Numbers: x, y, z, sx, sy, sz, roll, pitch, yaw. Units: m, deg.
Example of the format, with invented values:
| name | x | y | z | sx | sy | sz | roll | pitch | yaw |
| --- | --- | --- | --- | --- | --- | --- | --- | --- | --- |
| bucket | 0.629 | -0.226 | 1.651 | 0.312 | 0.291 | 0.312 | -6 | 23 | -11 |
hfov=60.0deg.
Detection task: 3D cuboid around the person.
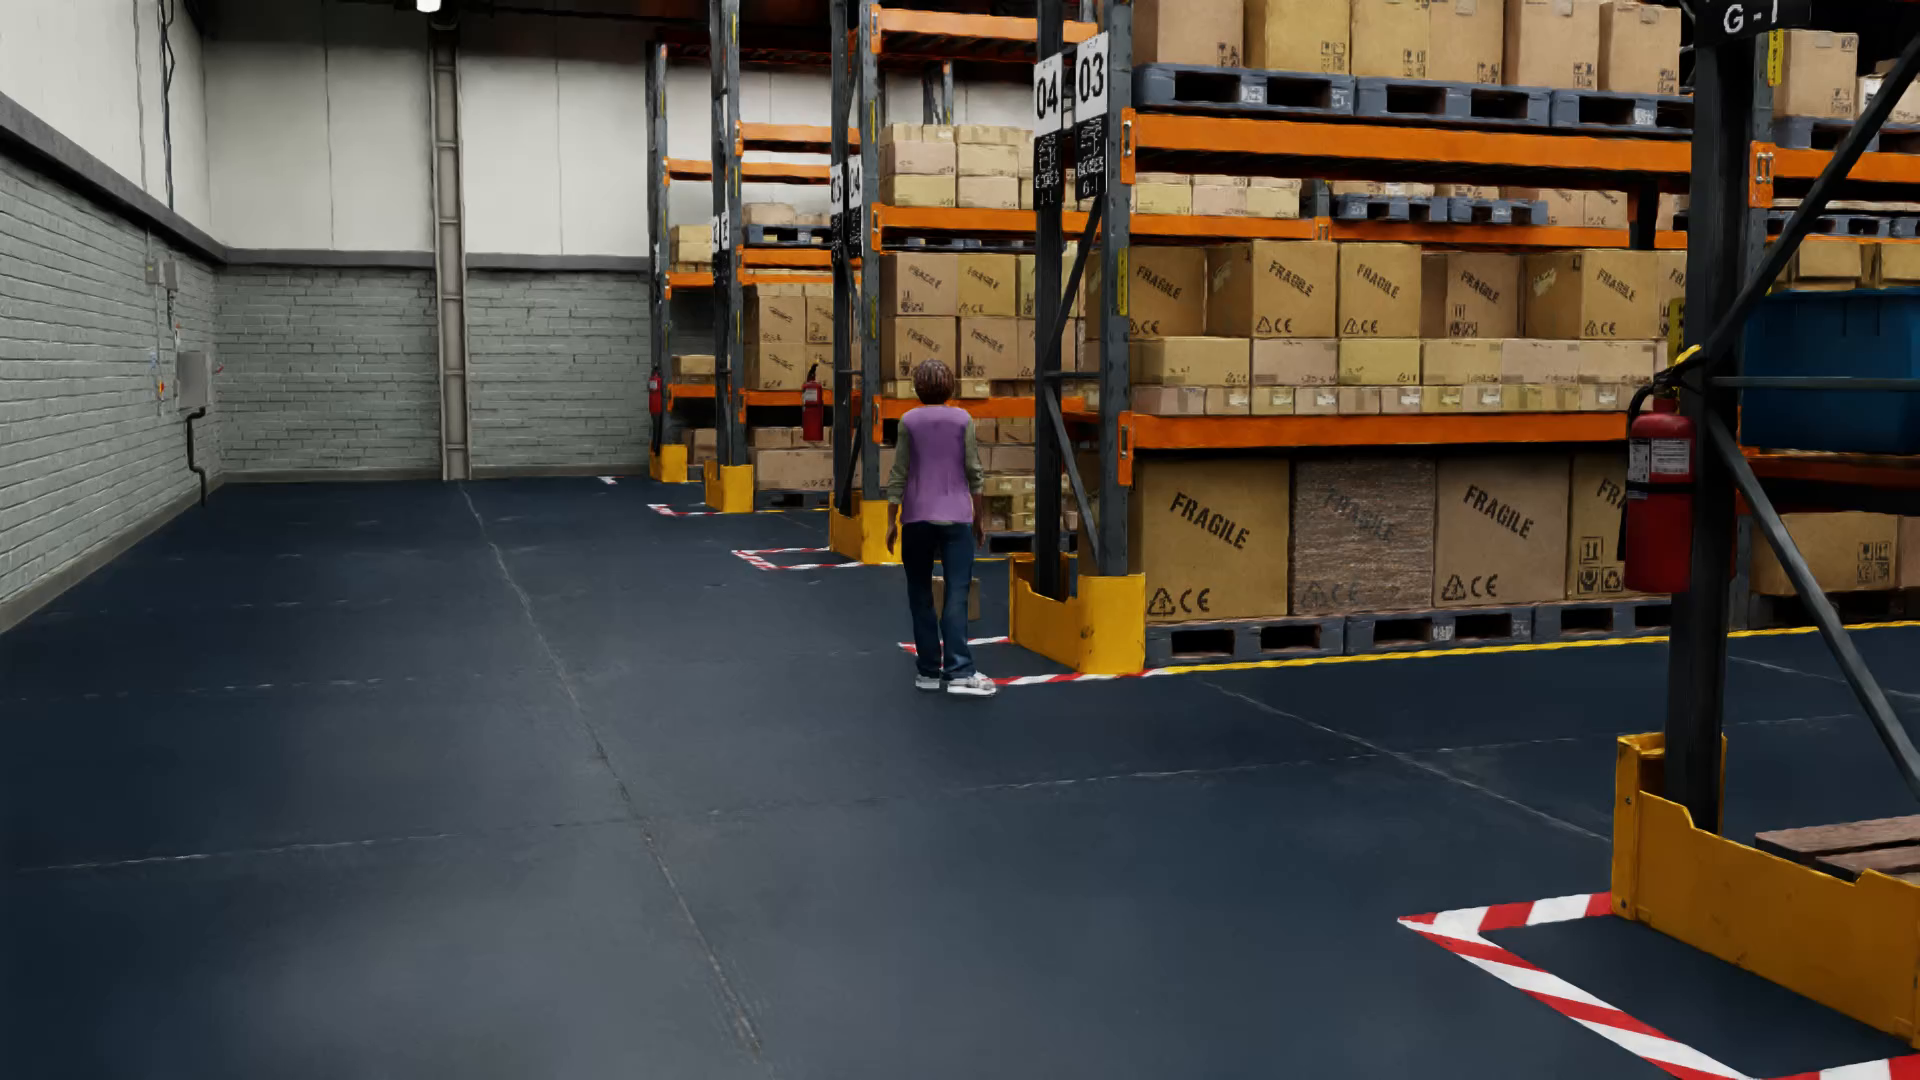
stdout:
| name | x | y | z | sx | sy | sz | roll | pitch | yaw |
| --- | --- | --- | --- | --- | --- | --- | --- | --- | --- |
| person | -0.090 | -0.060 | 7.885 | 0.523 | 1.597 | 0.490 | 0 | 6 | -1 |
